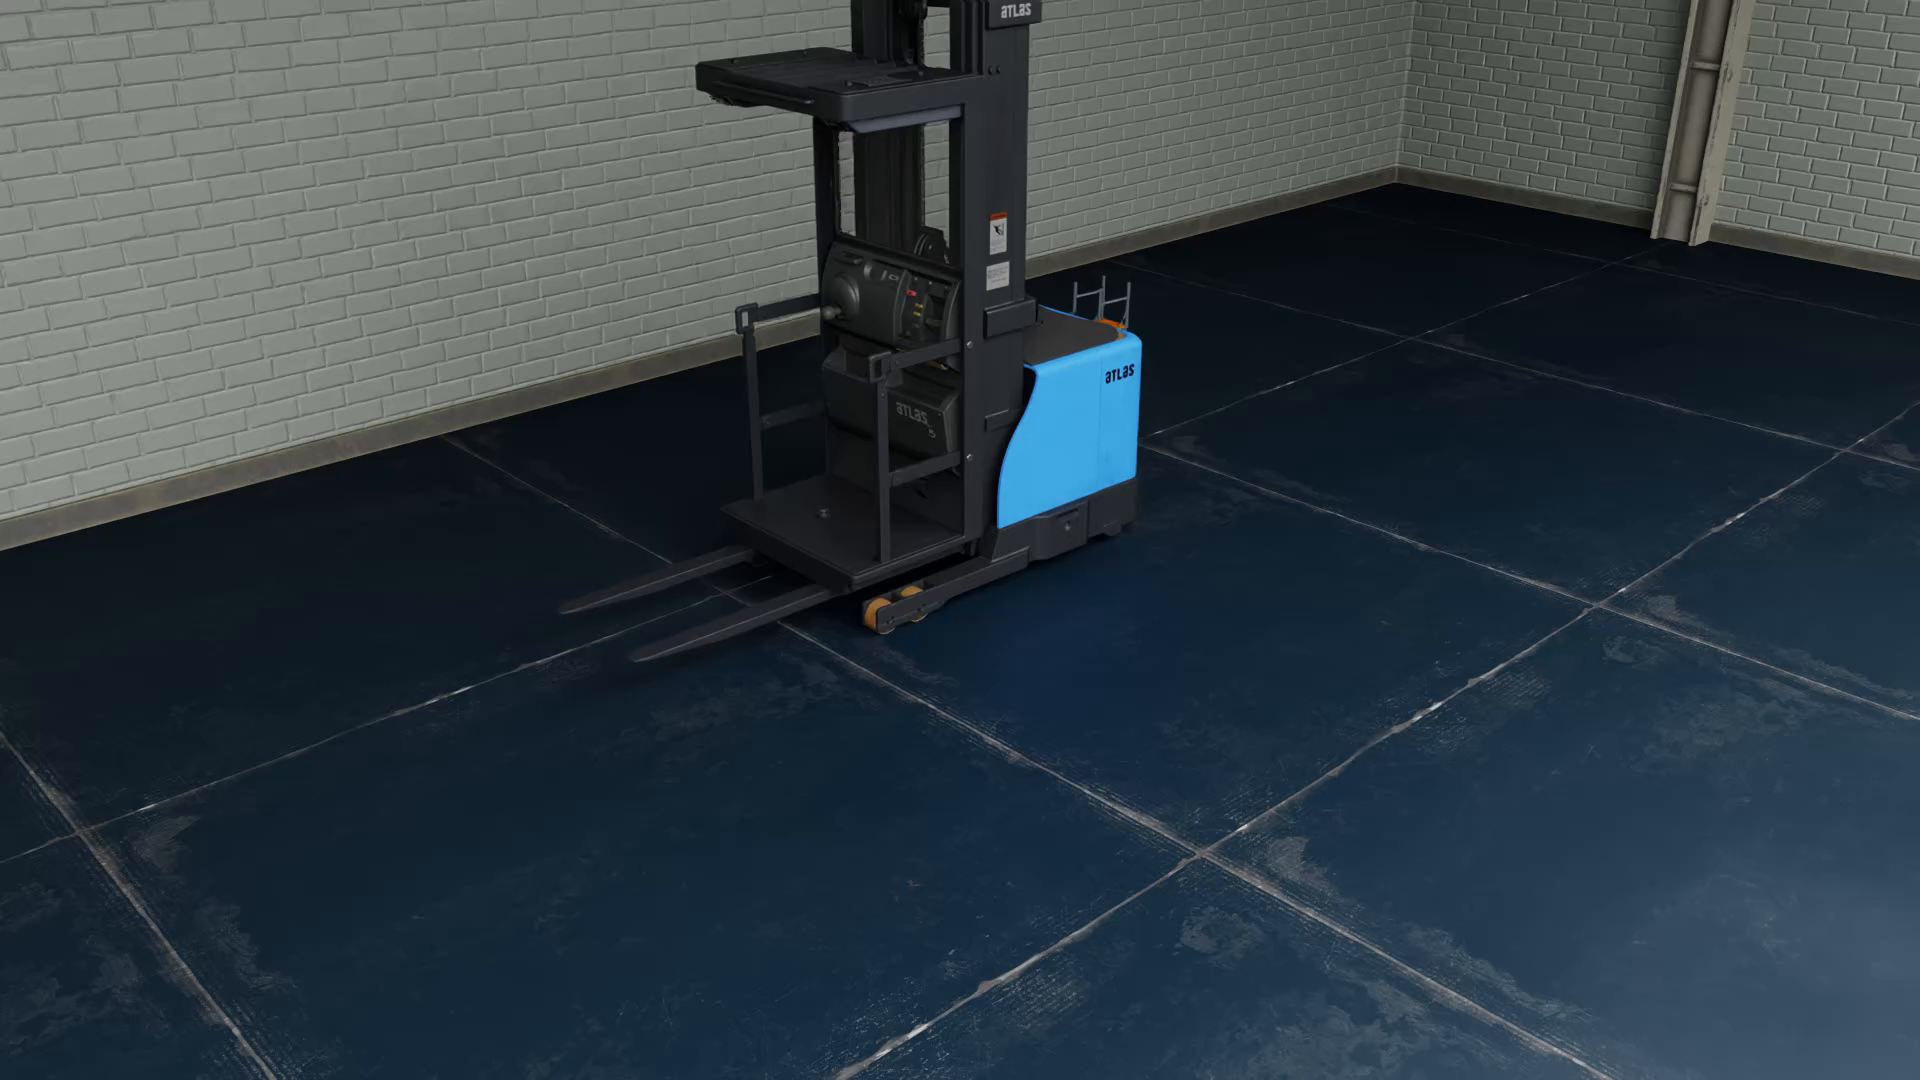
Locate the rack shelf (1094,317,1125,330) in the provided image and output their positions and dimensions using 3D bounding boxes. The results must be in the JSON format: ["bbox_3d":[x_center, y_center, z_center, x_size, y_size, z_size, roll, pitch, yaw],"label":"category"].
[{"bbox_3d":[0.753,-1.116,8.980,0.258,0.103,0.180,-19,30,-39],"label":"rack shelf"}]

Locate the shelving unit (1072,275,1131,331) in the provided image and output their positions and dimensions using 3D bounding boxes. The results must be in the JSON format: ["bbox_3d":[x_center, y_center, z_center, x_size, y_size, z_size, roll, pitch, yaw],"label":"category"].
[{"bbox_3d":[0.745,-0.826,9.104,0.258,1.200,0.189,-19,30,-39],"label":"shelving unit"}]

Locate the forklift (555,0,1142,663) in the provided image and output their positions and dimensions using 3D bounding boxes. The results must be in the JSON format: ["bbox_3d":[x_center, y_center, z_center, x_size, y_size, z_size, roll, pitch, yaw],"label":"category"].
[{"bbox_3d":[-0.489,-1.135,7.708,3.031,2.935,1.130,-21,32,-38],"label":"forklift"}]

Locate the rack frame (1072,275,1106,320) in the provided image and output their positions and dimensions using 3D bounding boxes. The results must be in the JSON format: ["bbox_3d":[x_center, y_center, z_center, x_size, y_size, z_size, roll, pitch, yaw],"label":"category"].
[{"bbox_3d":[0.684,-0.854,9.166,0.240,1.200,0.006,-19,30,-39],"label":"rack frame"}]

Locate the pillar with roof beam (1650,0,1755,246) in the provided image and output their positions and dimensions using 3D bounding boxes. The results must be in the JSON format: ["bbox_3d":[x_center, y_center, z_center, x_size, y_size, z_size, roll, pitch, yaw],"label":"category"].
[{"bbox_3d":[3.137,-5.501,9.967,9.100,9.000,0.400,-21,32,-38],"label":"pillar with roof beam"}]

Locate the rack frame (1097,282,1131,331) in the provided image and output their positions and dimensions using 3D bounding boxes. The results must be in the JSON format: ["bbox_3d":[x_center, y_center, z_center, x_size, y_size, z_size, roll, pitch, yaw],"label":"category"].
[{"bbox_3d":[0.807,-0.798,9.043,0.240,1.200,0.006,-19,30,-39],"label":"rack frame"}]
